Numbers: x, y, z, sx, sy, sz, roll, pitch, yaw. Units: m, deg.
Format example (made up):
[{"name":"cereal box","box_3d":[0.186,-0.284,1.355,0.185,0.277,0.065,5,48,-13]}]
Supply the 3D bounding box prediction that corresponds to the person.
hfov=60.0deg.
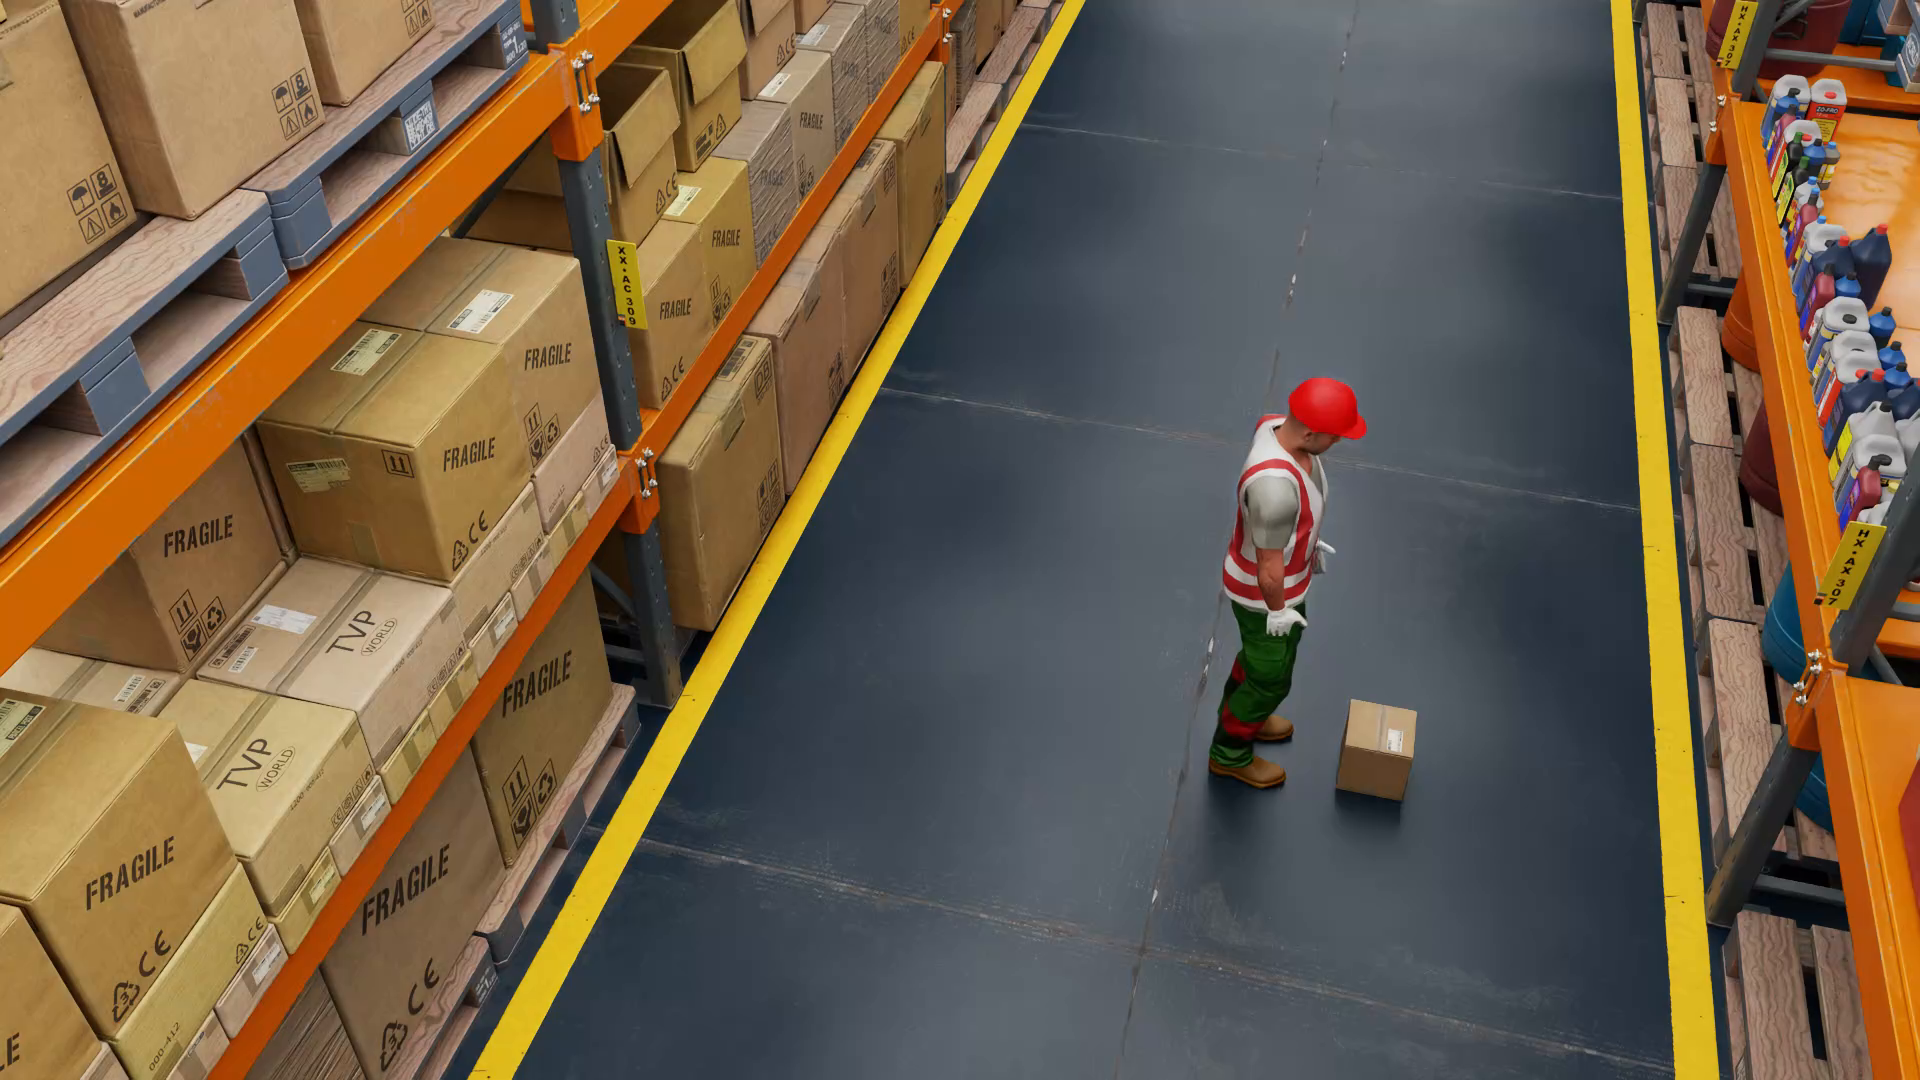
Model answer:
[{"name":"person","box_3d":[1.151,0.142,5.994,0.400,1.762,0.534,11,42,12]}]
